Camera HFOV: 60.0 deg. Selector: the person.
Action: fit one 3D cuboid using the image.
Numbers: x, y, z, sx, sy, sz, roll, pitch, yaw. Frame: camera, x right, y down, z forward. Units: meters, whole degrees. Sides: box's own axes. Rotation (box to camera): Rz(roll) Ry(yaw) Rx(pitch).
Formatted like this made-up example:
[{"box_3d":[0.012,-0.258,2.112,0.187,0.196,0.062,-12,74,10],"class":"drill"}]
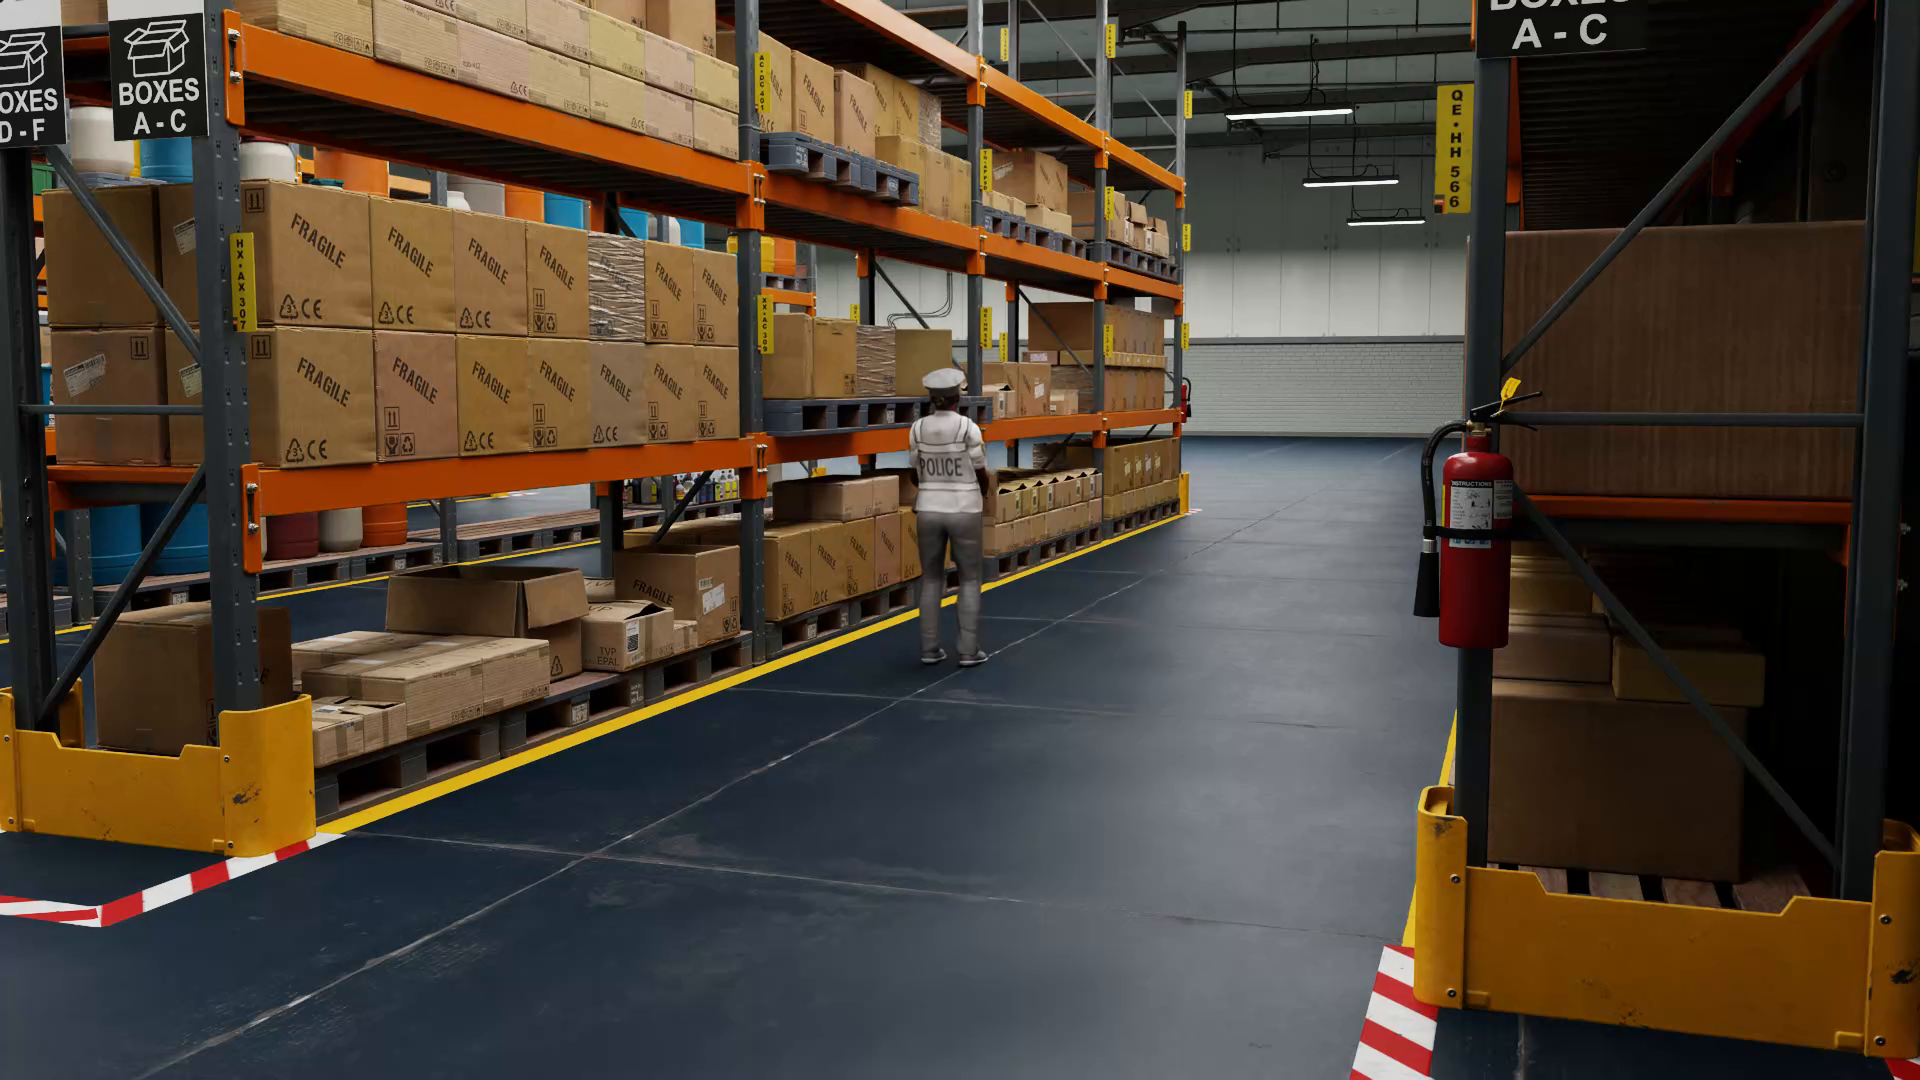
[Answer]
[{"box_3d":[-0.045,-0.138,9.549,0.468,1.692,0.503,2,6,16],"class":"person"}]
